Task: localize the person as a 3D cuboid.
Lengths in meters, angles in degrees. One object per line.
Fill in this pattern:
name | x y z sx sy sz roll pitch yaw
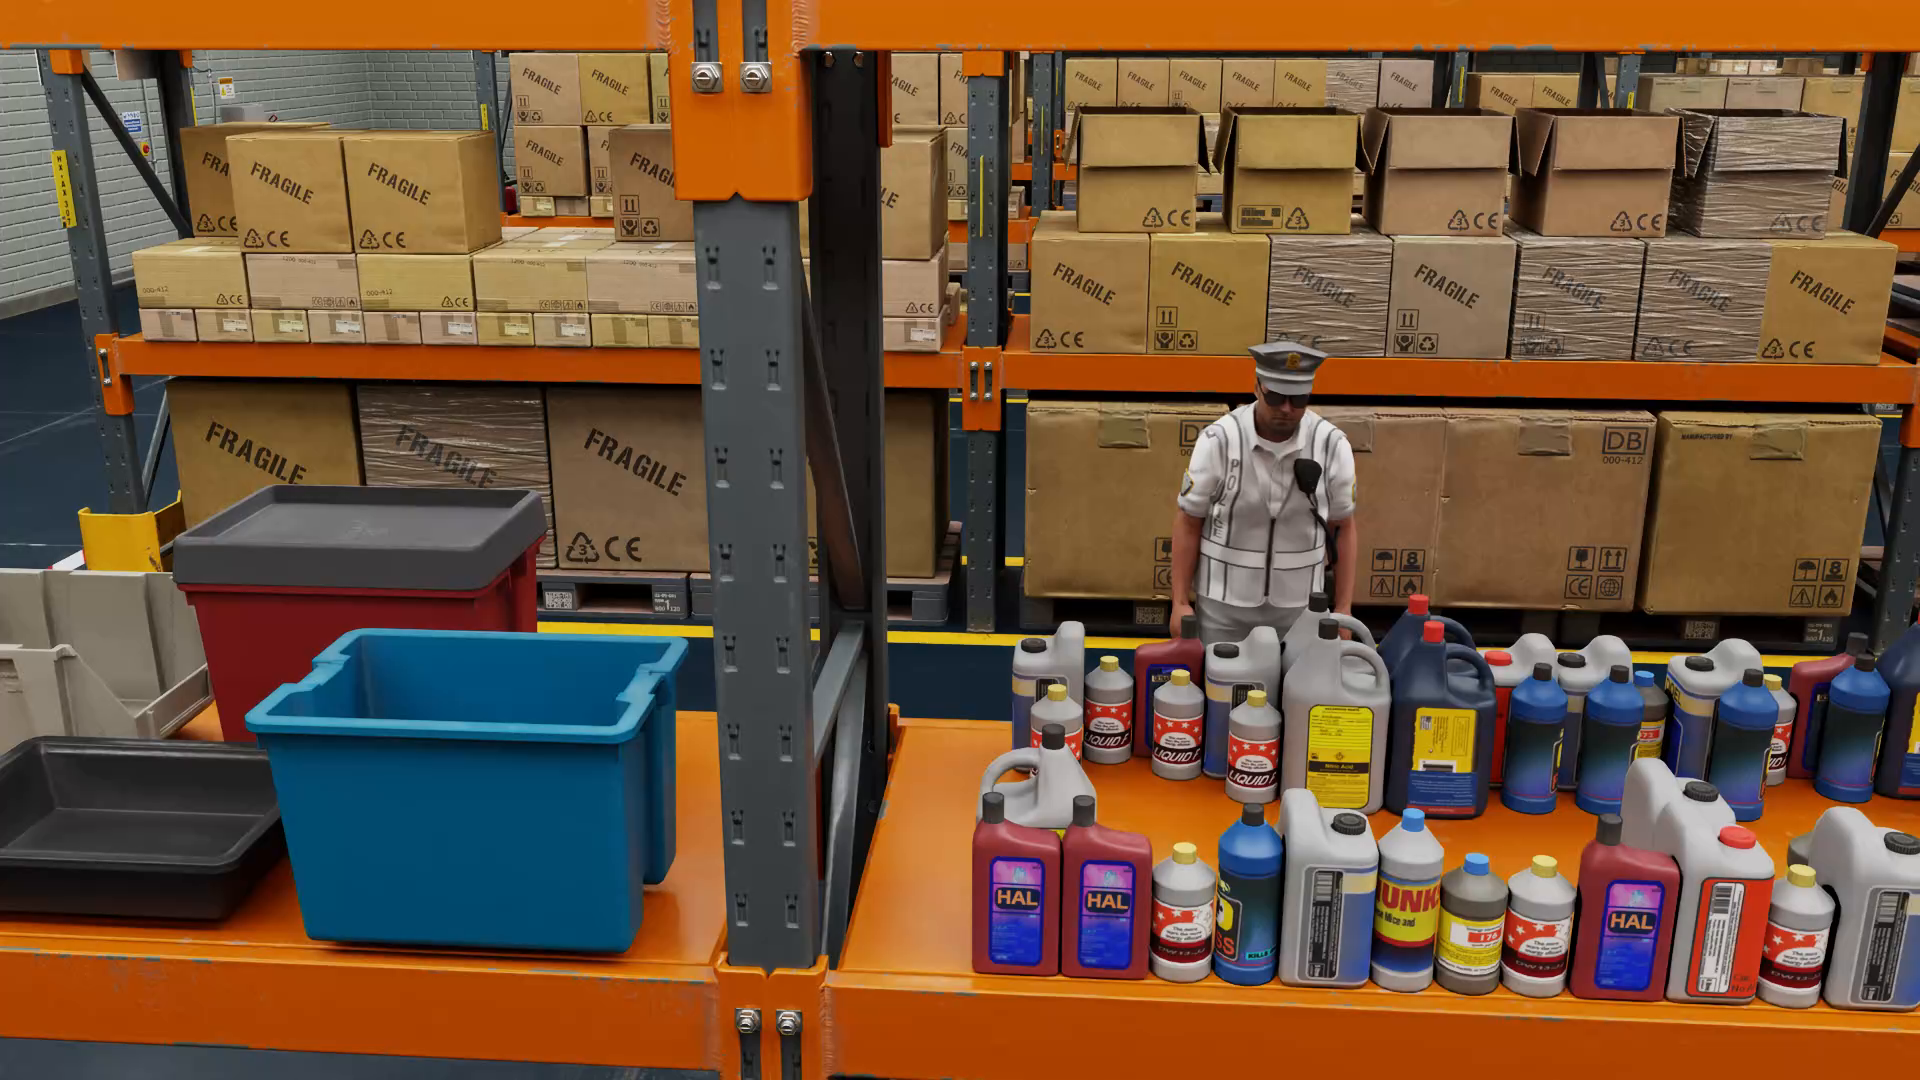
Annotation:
person | 0.970 0.210 5.365 0.591 1.748 0.435 1 17 3
